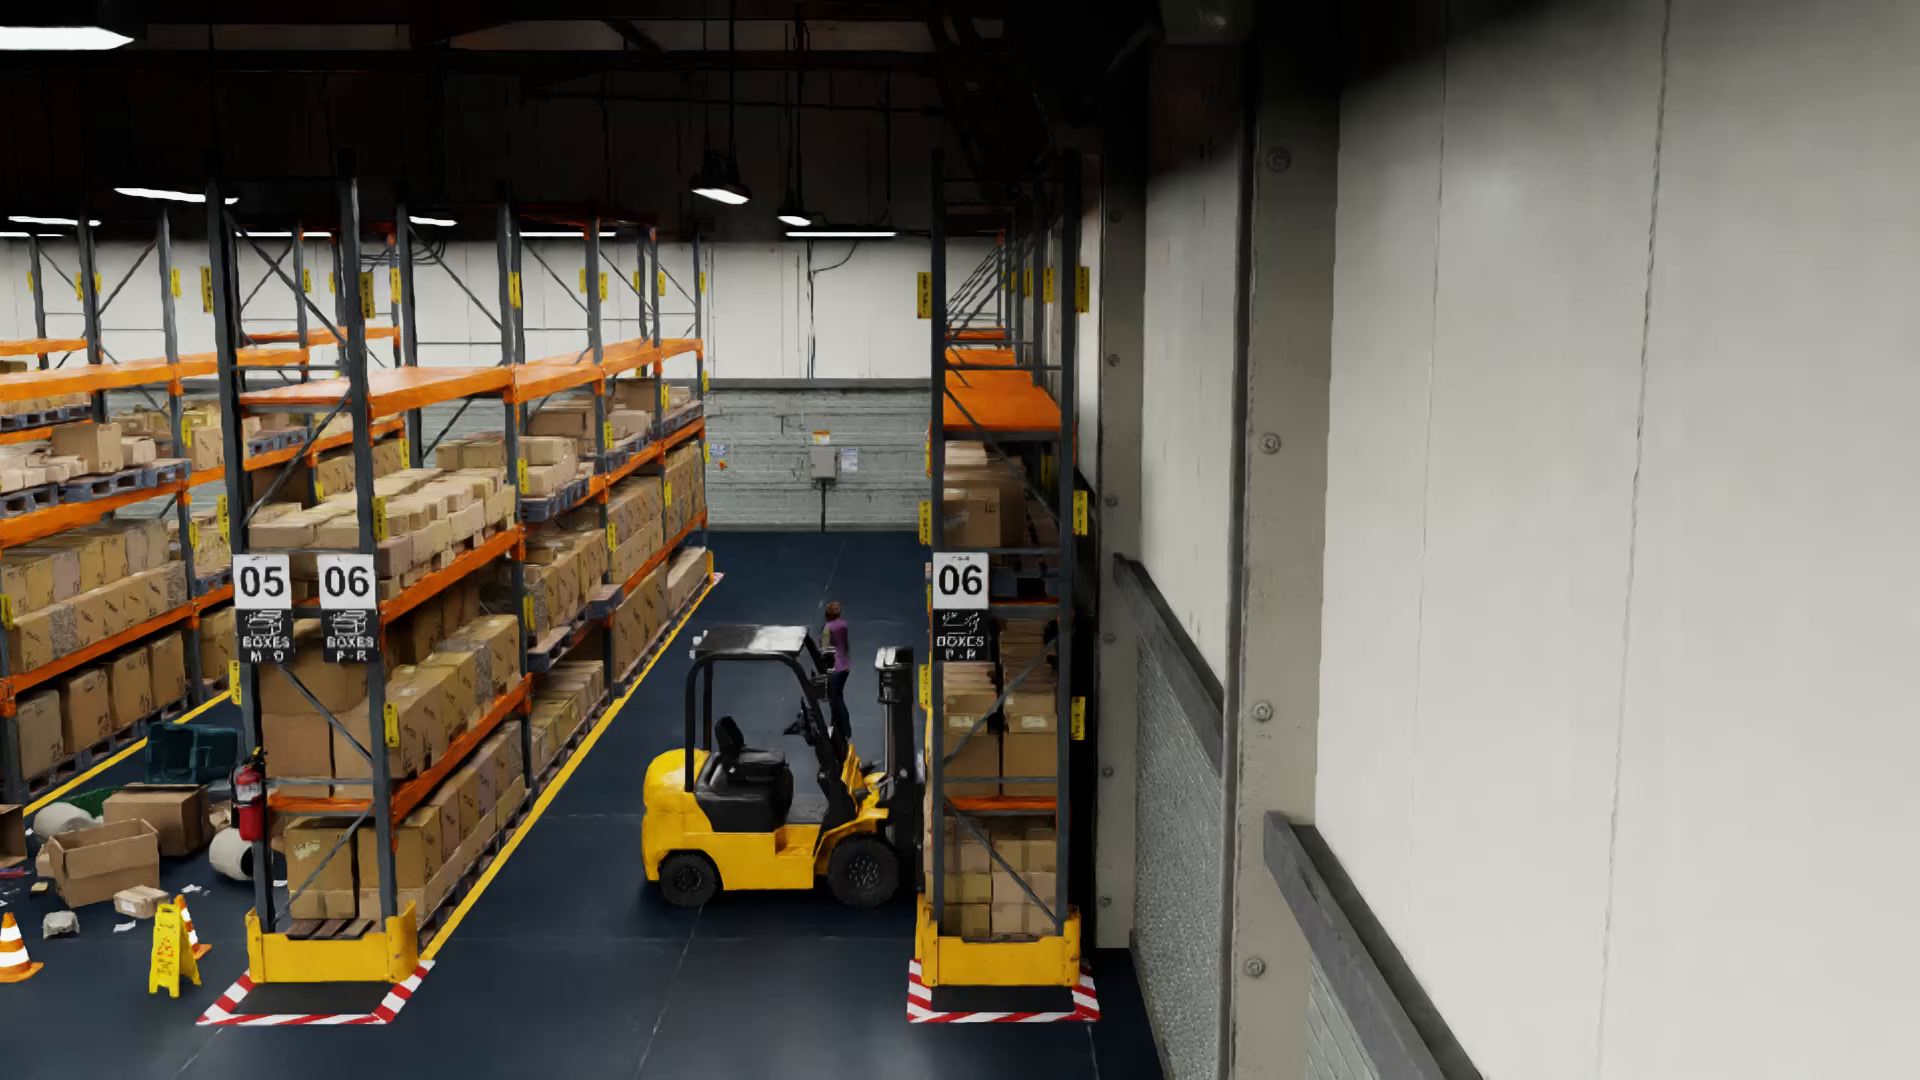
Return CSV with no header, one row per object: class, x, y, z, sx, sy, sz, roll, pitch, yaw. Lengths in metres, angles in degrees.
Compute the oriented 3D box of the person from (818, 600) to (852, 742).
person,-1.400,1.443,18.388,0.532,1.588,0.535,4,10,25
